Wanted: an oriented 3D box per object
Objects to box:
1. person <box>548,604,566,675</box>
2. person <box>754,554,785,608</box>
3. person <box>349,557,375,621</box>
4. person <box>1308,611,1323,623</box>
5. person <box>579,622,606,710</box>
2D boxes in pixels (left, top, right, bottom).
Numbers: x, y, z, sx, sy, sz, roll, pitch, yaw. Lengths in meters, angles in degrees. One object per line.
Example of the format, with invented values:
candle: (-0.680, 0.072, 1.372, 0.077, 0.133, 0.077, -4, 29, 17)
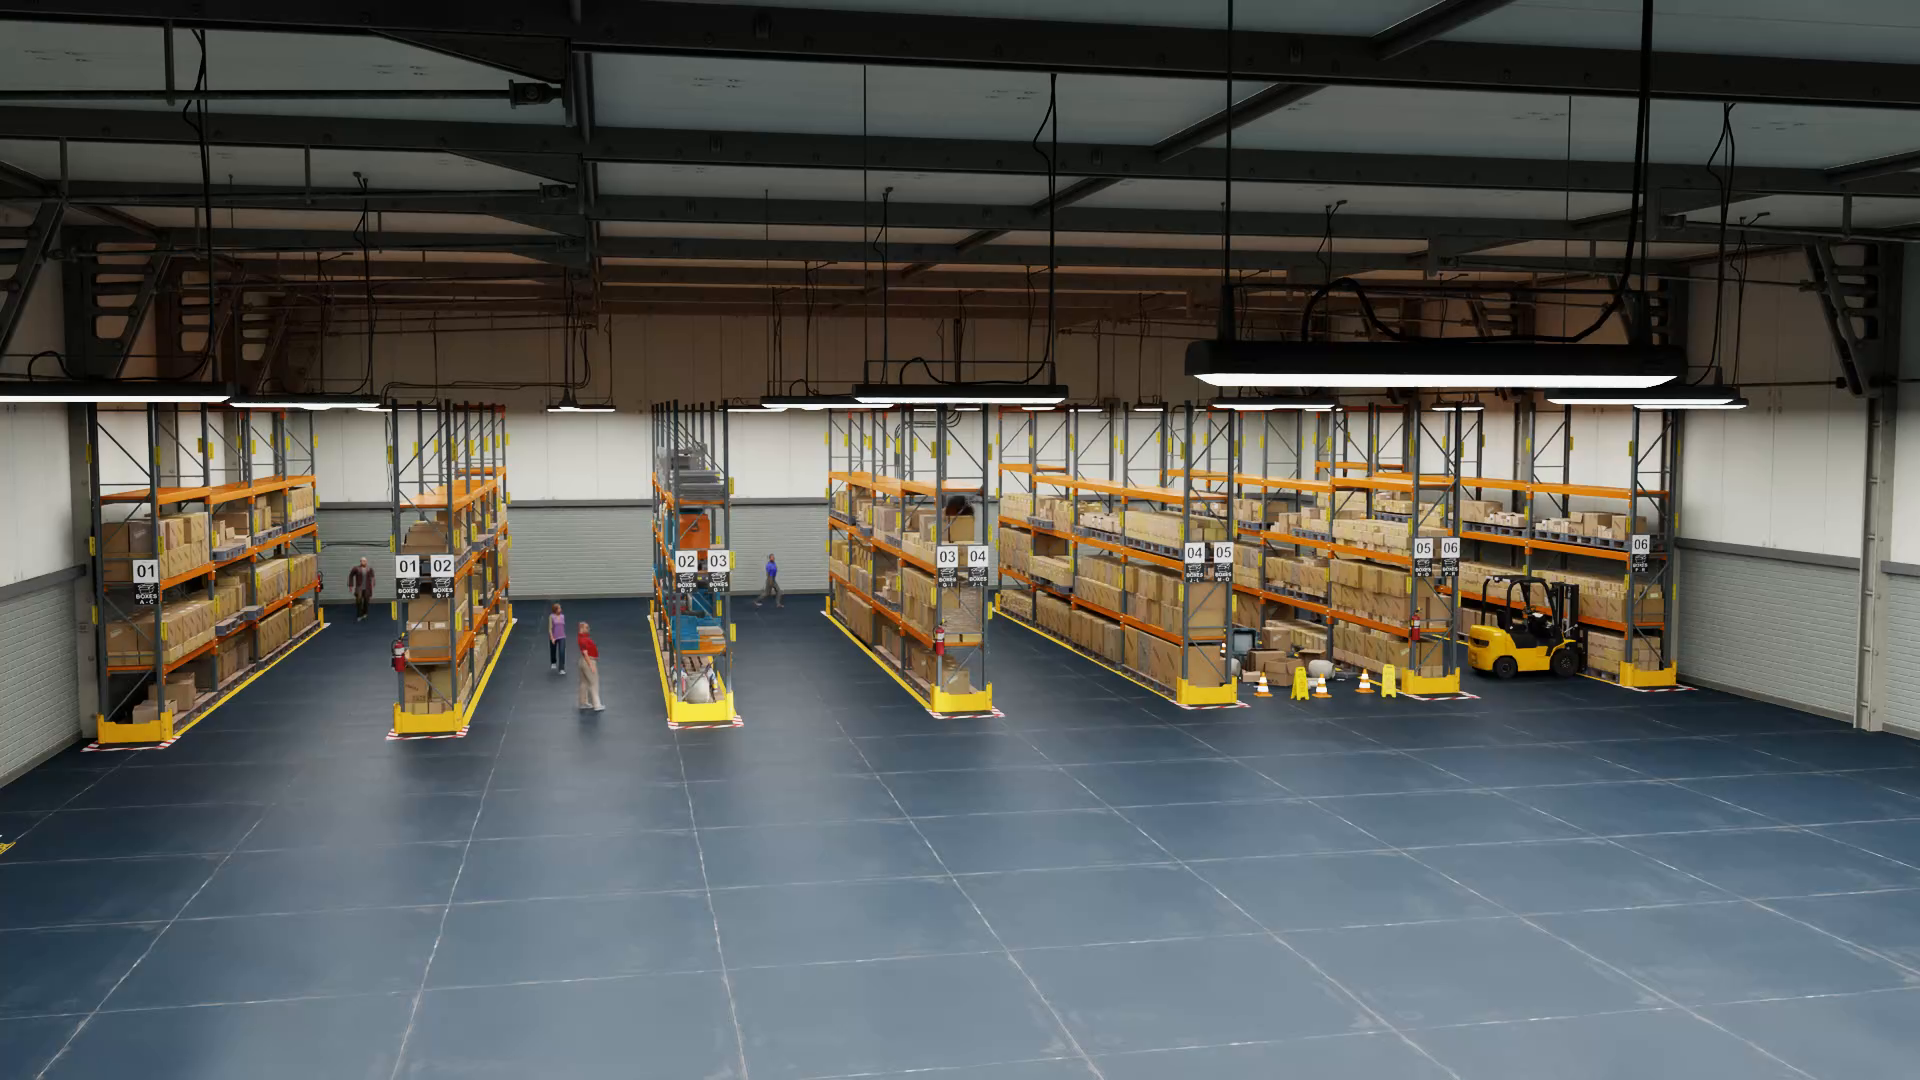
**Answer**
person: (-8.907, 2.169, 36.779, 0.381, 1.546, 0.862, -1, 4, -15)
person: (-5.639, 1.206, 49.173, 0.911, 1.596, 0.541, 0, 4, 6)
person: (-16.736, 1.402, 46.544, 0.705, 1.853, 0.793, -1, 4, -15)
person: (9.693, 1.430, 45.701, 0.631, 1.712, 0.570, 0, 4, -6)
person: (-7.144, 2.437, 32.179, 0.501, 1.708, 0.637, -2, 5, -30)
